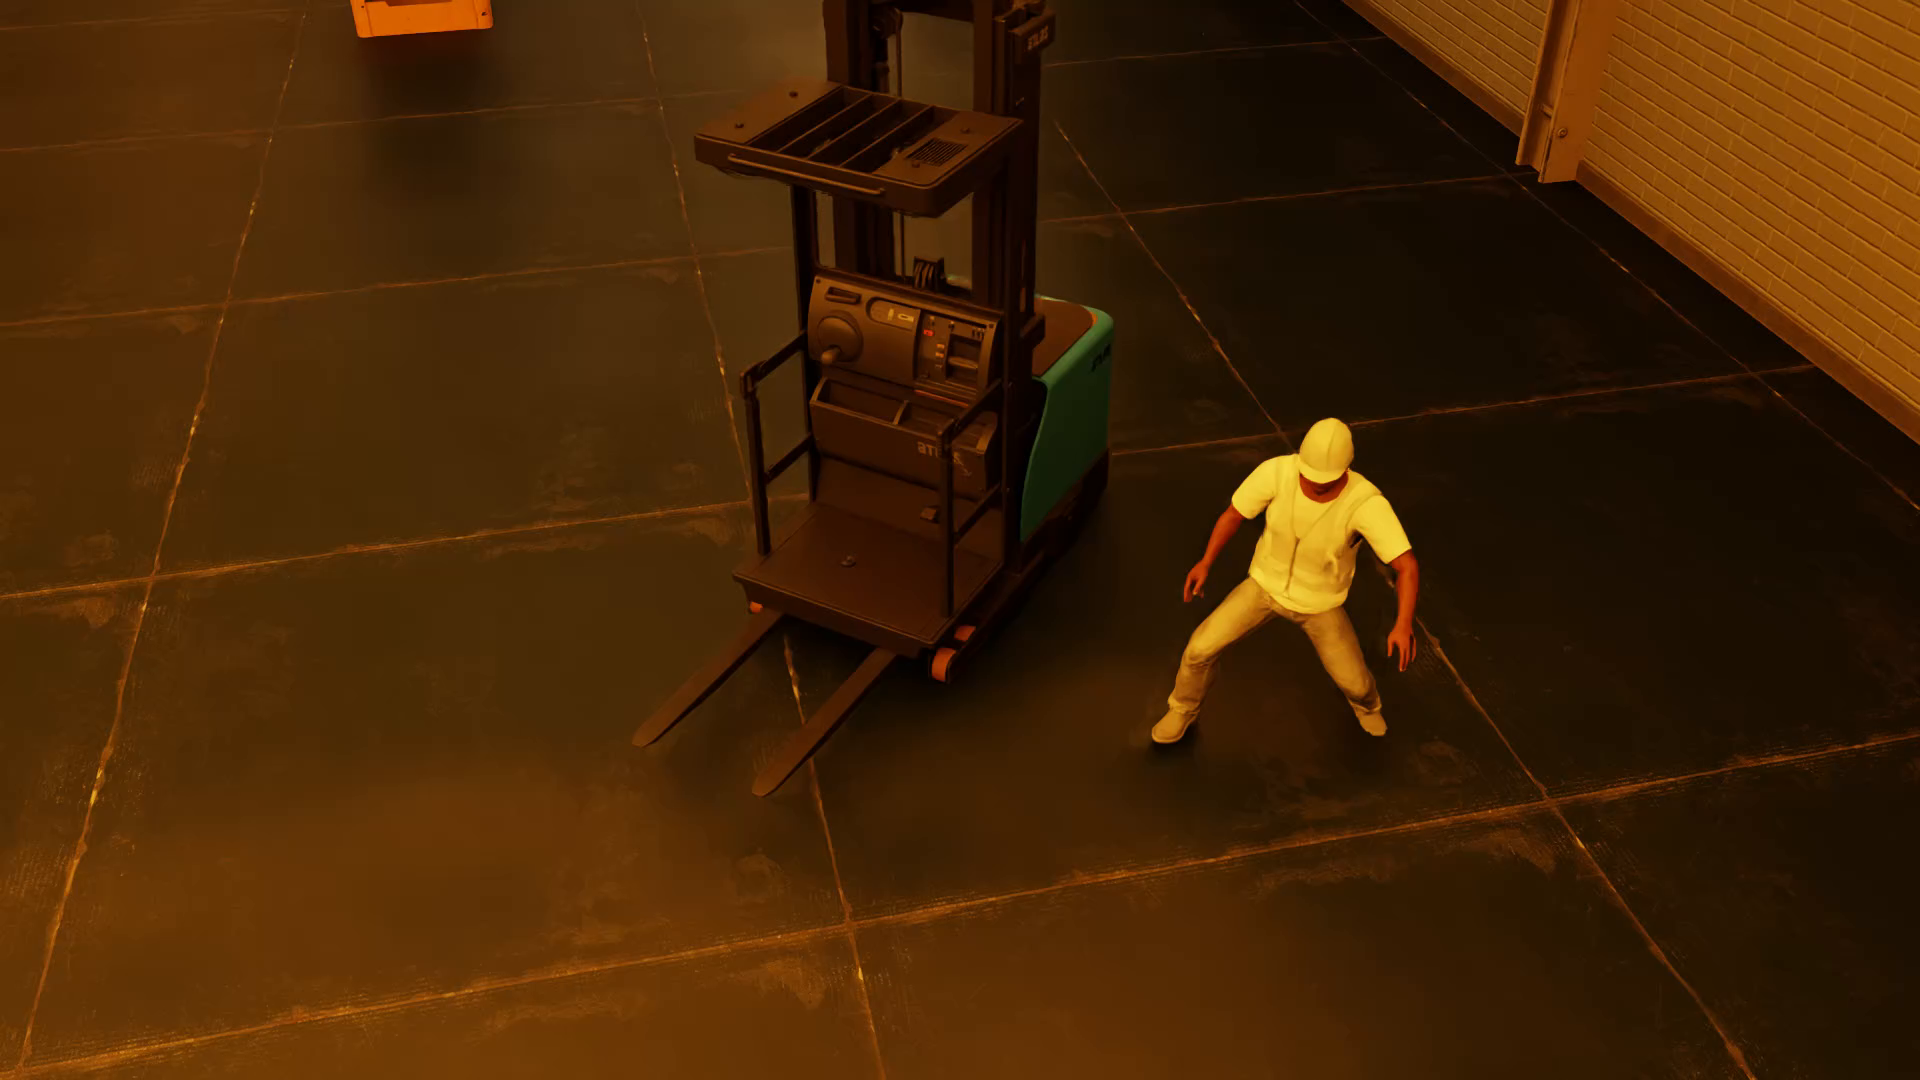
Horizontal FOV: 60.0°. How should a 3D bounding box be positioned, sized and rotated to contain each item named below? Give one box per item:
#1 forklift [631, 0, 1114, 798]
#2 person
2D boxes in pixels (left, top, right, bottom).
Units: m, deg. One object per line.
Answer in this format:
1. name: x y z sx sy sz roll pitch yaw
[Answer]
1. forklift: -0.364 -0.836 7.212 1.130 2.935 3.031 18 39 23
2. person: 1.447 0.237 6.908 1.021 1.643 0.825 19 40 24
